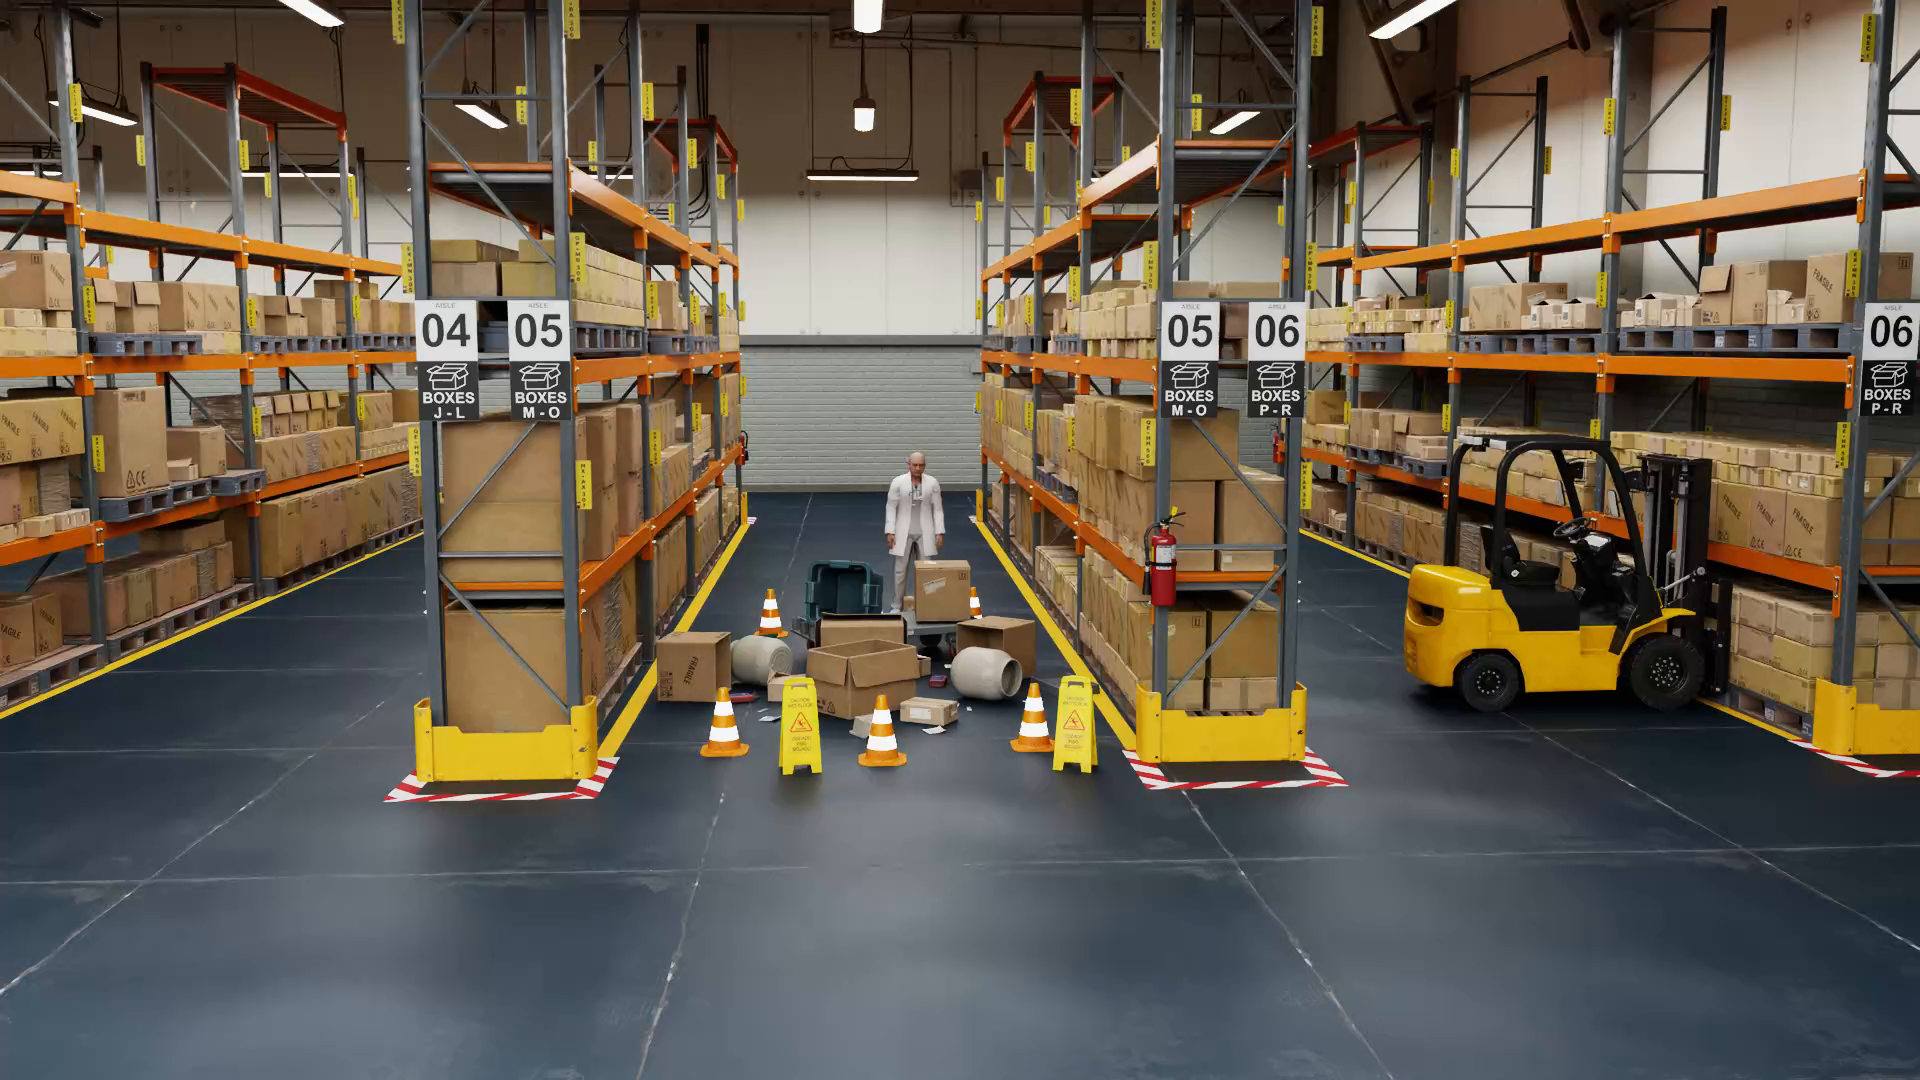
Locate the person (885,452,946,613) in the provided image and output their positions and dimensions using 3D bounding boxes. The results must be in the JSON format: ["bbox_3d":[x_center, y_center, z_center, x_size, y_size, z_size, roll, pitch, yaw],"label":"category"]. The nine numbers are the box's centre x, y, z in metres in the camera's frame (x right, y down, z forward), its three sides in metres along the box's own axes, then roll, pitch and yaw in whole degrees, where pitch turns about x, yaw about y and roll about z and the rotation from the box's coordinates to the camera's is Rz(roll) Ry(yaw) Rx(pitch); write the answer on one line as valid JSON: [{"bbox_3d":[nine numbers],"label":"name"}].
[{"bbox_3d":[-0.478,-0.049,17.720,0.654,1.774,0.422,-1,7,-7],"label":"person"}]
